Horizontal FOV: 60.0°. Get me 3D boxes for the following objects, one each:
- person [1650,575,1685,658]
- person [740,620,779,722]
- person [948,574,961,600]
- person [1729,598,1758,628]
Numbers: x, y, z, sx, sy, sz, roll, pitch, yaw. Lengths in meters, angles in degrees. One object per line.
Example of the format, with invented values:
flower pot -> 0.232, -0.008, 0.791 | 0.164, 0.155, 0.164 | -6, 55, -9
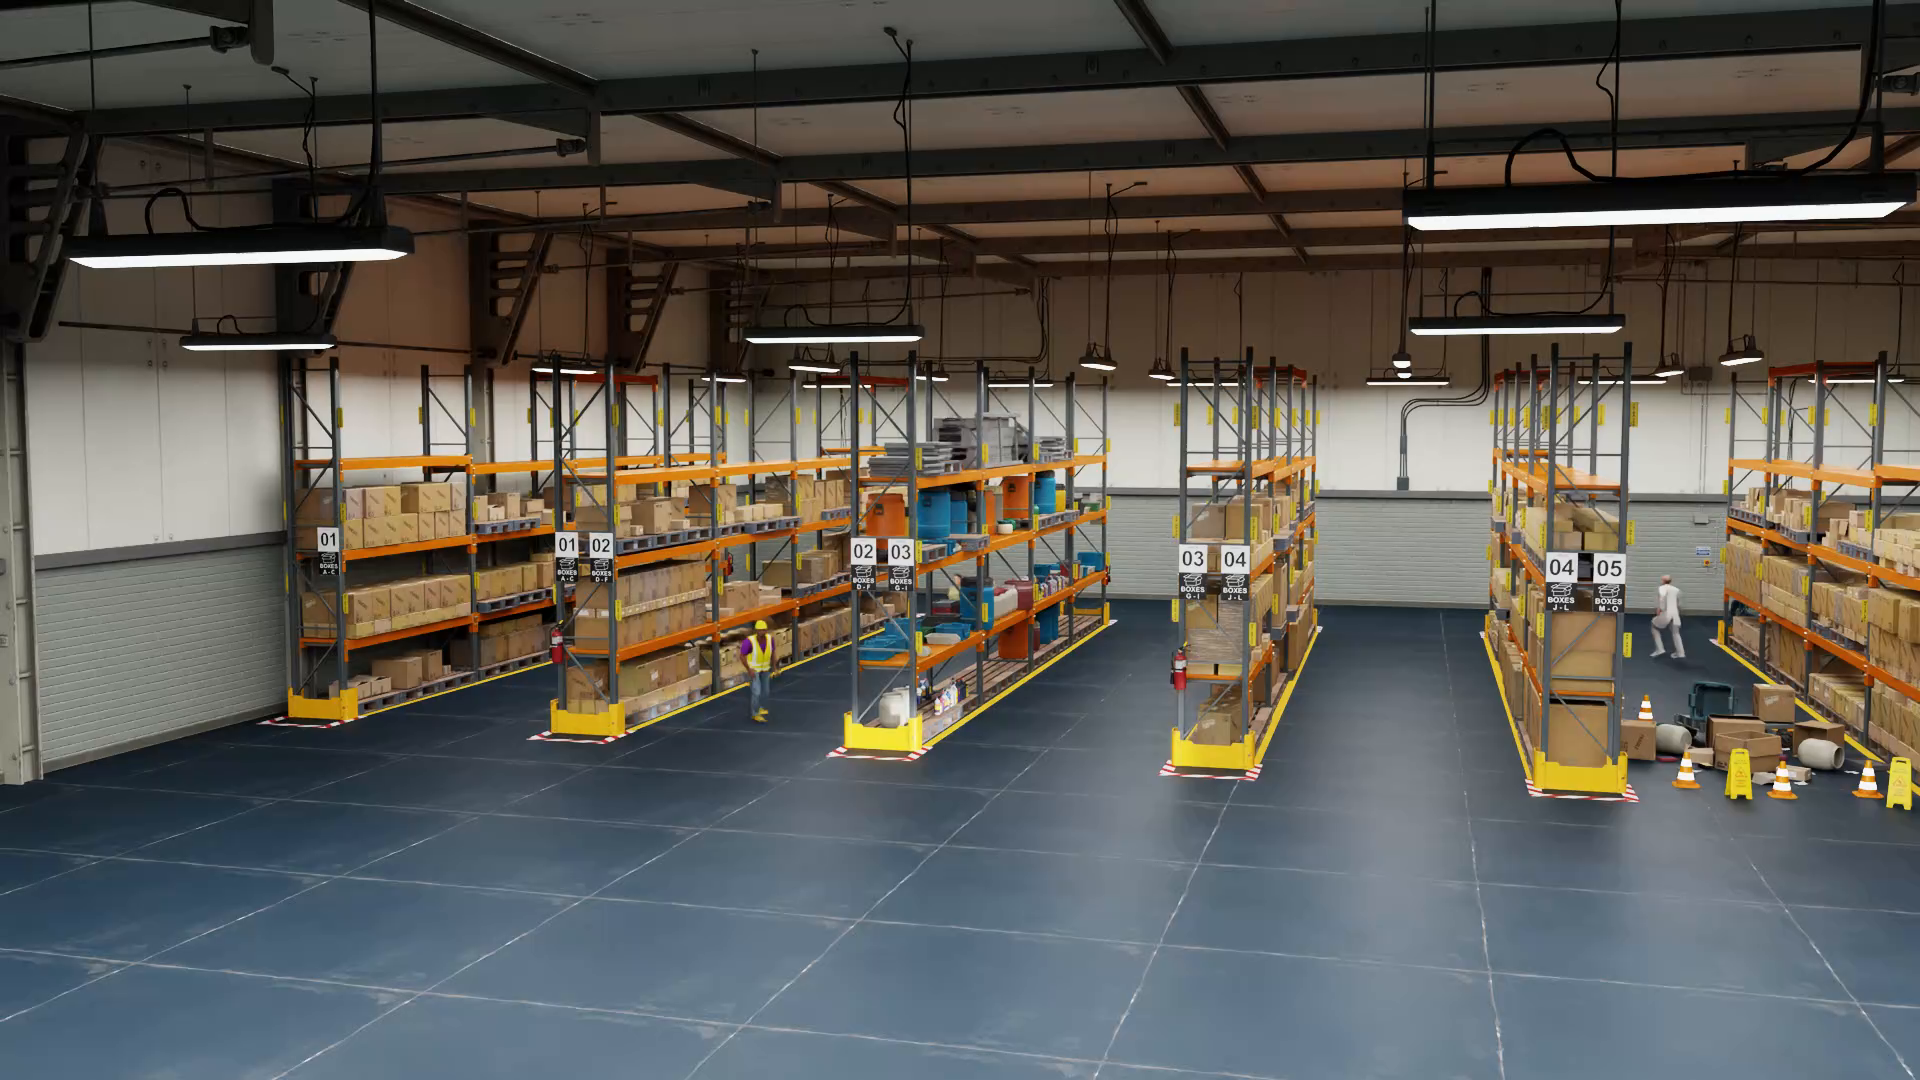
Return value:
person -> 14.677, 1.595, 34.415 | 0.626, 1.733, 1.056 | 0, 4, -7
person -> -3.350, 2.143, 27.374 | 0.665, 1.701, 0.817 | -3, 5, -36
person -> -0.066, 1.542, 35.740 | 0.559, 1.646, 0.642 | 2, 5, 23
person -> 18.151, 1.397, 38.525 | 0.814, 1.583, 0.523 | 0, 4, 1
